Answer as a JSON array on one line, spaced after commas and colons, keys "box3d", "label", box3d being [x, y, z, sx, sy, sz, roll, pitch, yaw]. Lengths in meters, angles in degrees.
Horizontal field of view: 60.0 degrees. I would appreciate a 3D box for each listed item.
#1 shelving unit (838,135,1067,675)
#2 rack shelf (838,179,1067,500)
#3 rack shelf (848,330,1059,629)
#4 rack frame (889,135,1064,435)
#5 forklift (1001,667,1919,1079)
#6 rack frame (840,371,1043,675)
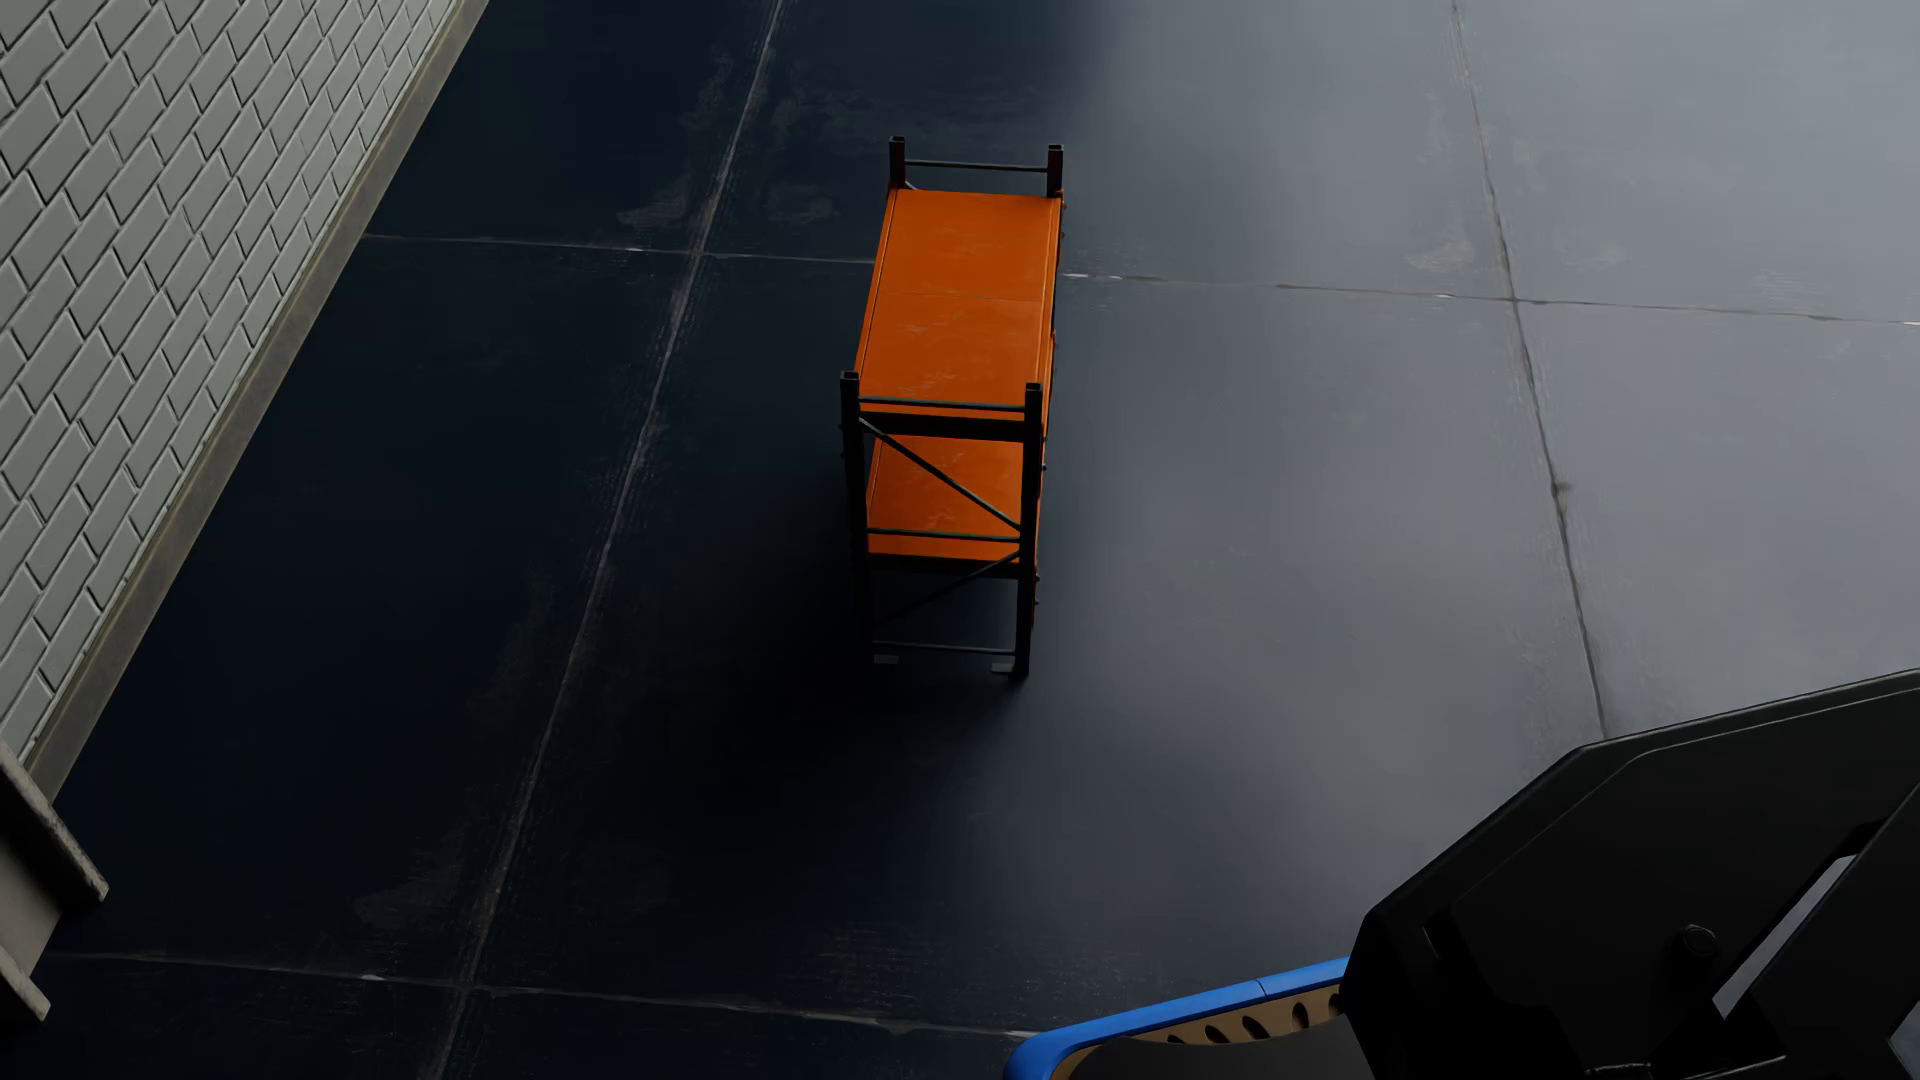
[{"box3d": [0.001, -0.385, 4.839, 0.538, 1.125, 1.048, 4, 48, 4], "label": "shelving unit"}, {"box3d": [0.001, -0.582, 4.623, 0.538, 0.278, 1.000, 4, 48, 4], "label": "rack shelf"}, {"box3d": [0.001, -0.220, 5.020, 0.538, 0.278, 1.000, 4, 48, 4], "label": "rack shelf"}, {"box3d": [0.047, -0.758, 5.181, 0.500, 1.125, 0.032, 4, 48, 4], "label": "rack frame"}, {"box3d": [0.928, 1.601, 1.800, 1.130, 2.935, 3.031, -11, 49, -10], "label": "forklift"}, {"box3d": [-0.046, -0.011, 4.498, 0.500, 1.125, 0.032, 4, 48, 4], "label": "rack frame"}]
